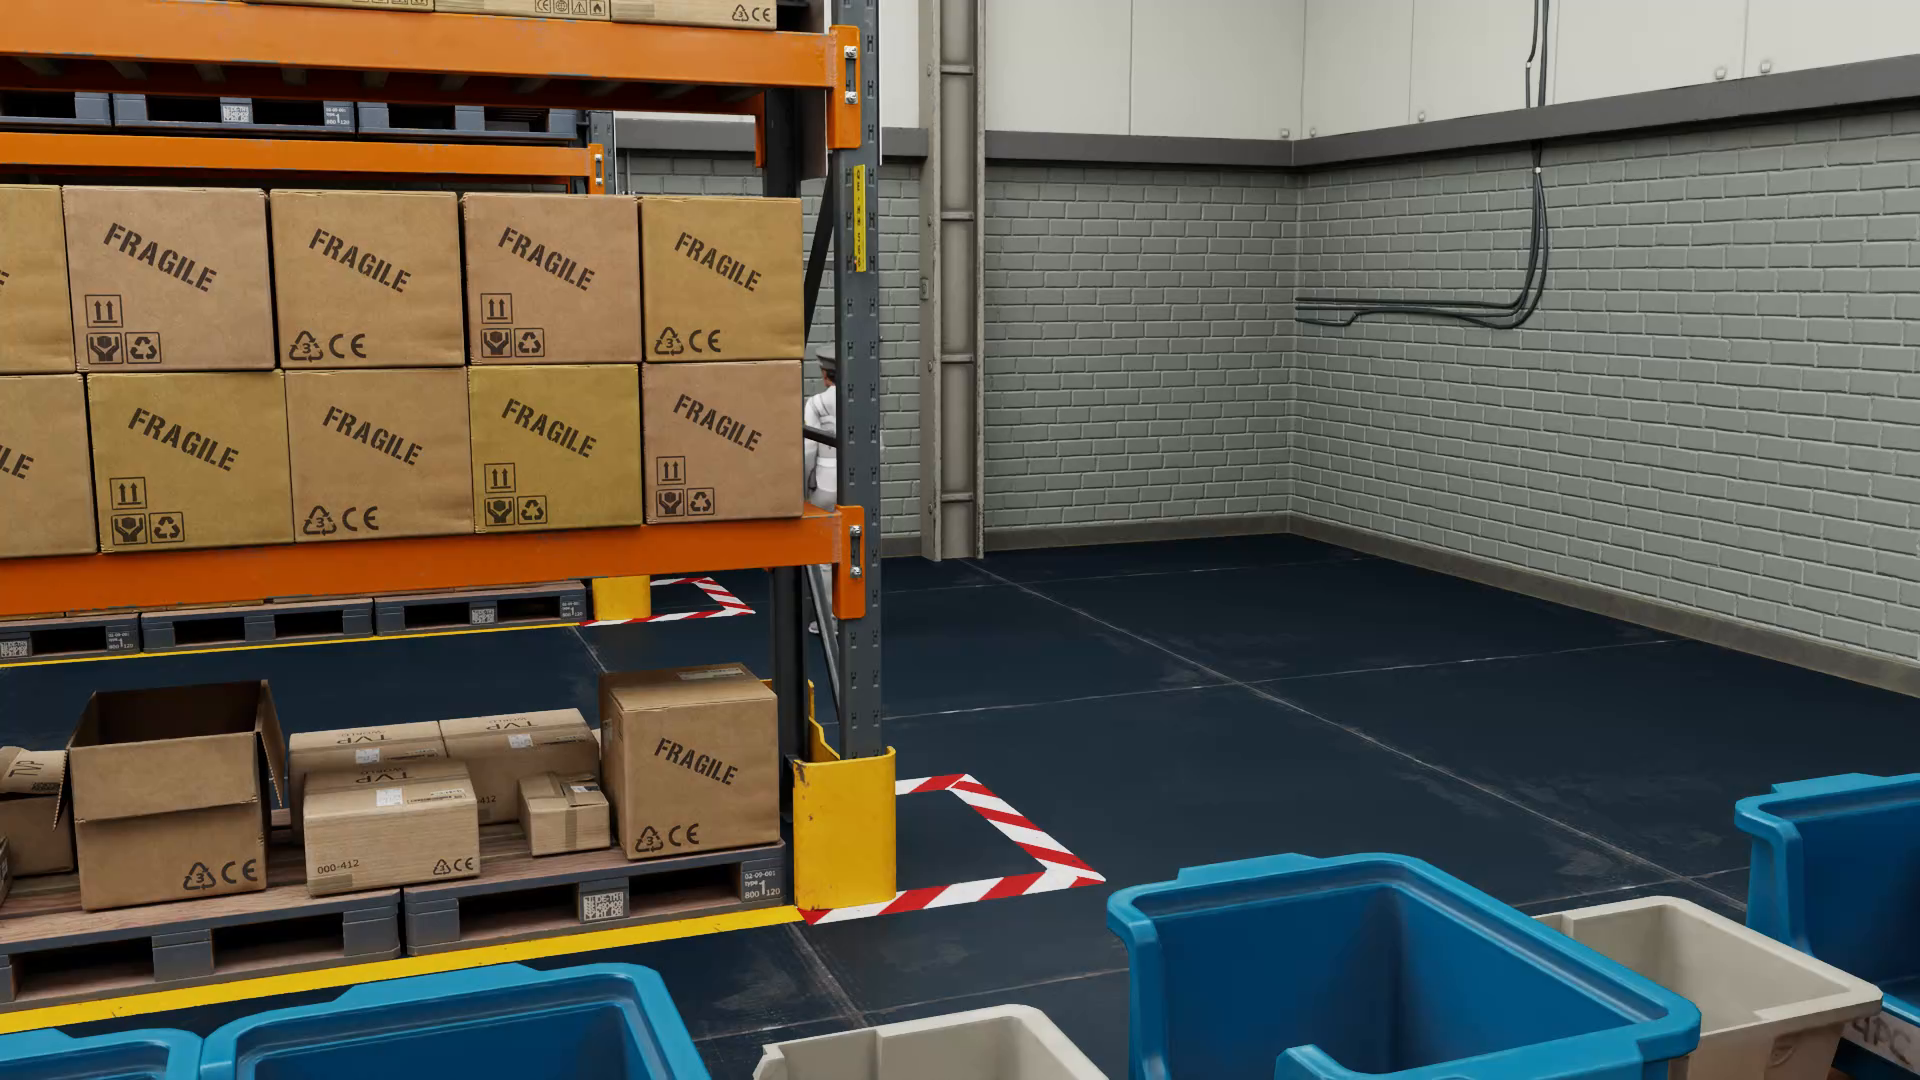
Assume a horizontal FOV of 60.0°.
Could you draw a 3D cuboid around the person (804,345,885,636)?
[{"bbox_3d":[-0.691,-0.272,9.544,0.507,1.673,0.411,-4,10,-22],"label":"person"}]
